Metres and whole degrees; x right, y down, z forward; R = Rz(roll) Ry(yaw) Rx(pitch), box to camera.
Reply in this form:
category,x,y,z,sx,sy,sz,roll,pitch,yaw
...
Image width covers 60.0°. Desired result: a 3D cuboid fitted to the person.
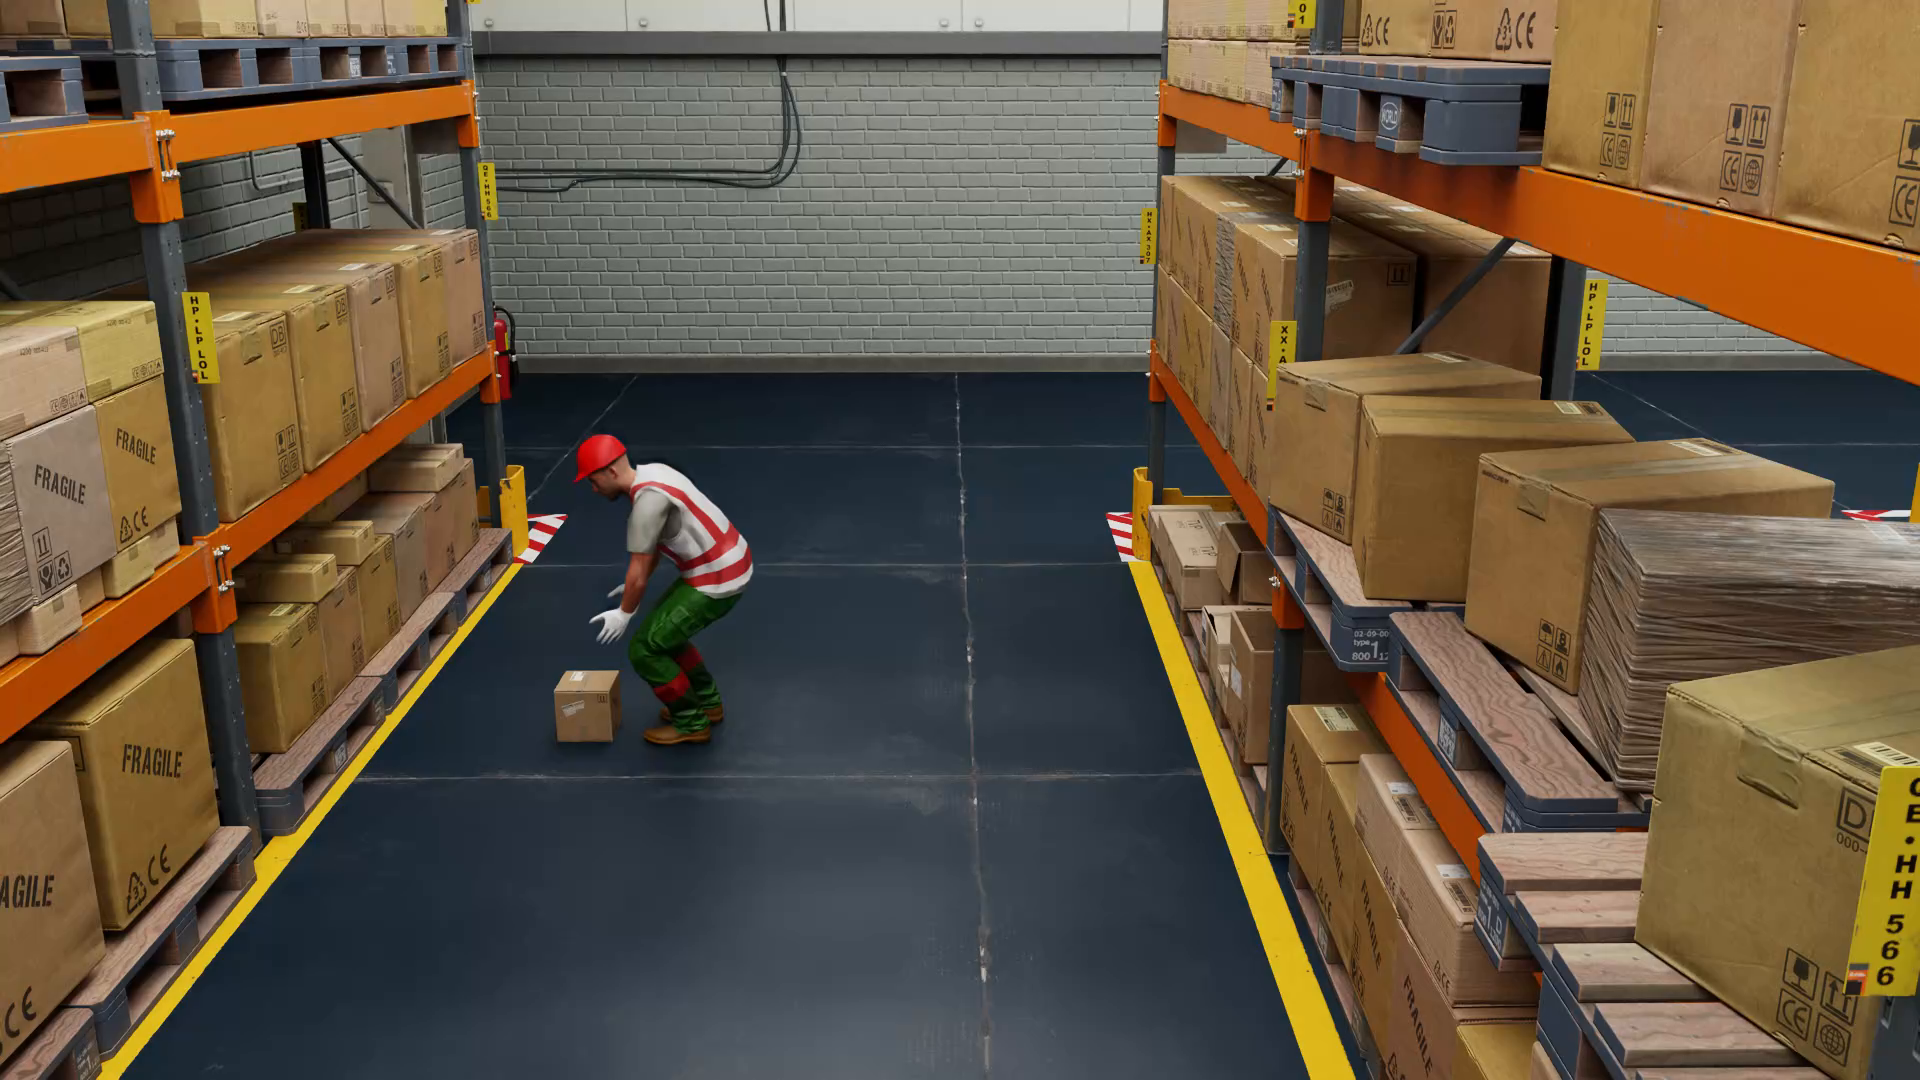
category,x,y,z,sx,sy,sz,roll,pitch,yaw
person,-1.312,0.216,7.443,0.766,1.412,0.584,0,17,-1
